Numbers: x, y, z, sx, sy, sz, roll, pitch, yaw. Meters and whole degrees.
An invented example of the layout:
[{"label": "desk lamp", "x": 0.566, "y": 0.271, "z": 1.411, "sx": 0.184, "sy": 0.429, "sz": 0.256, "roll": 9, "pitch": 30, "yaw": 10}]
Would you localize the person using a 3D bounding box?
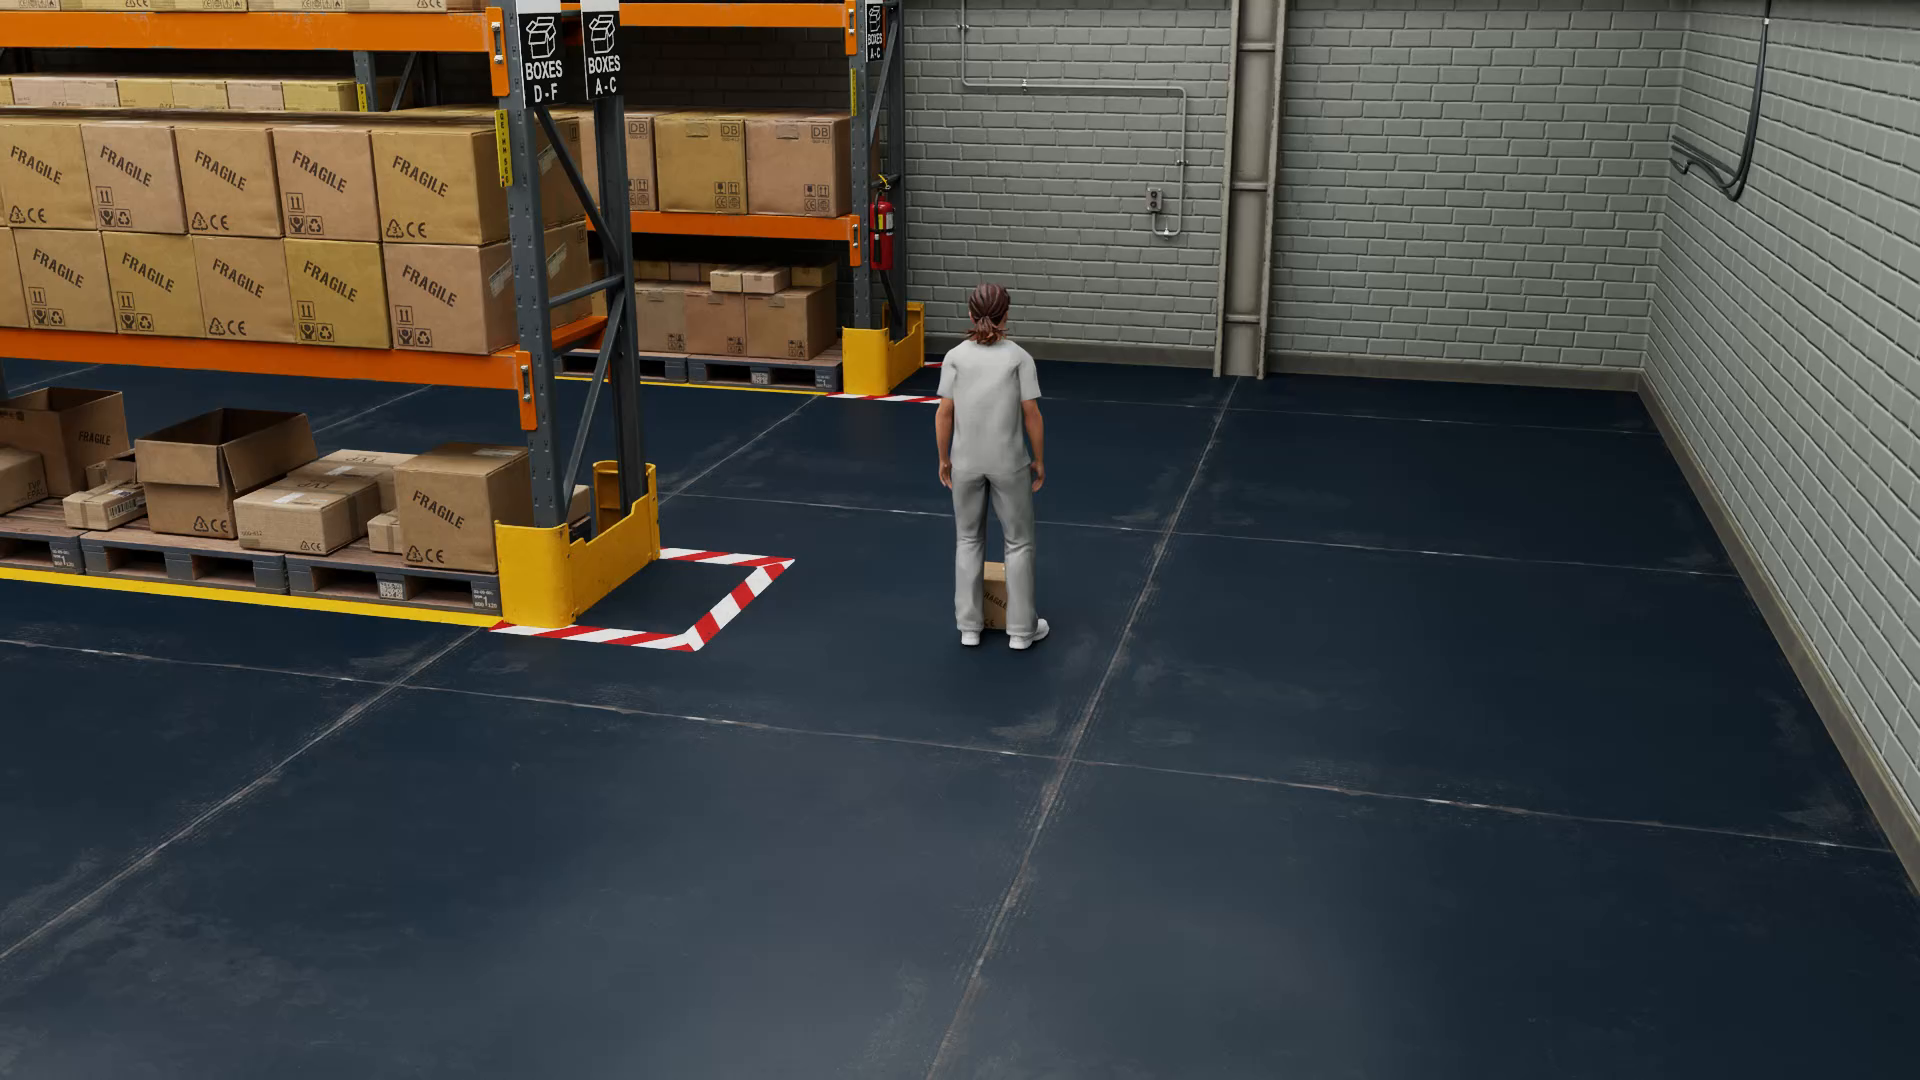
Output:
[{"label": "person", "x": 0.146, "y": -0.330, "z": 7.555, "sx": 0.512, "sy": 1.673, "sz": 0.353, "roll": 4, "pitch": 19, "yaw": 11}]
